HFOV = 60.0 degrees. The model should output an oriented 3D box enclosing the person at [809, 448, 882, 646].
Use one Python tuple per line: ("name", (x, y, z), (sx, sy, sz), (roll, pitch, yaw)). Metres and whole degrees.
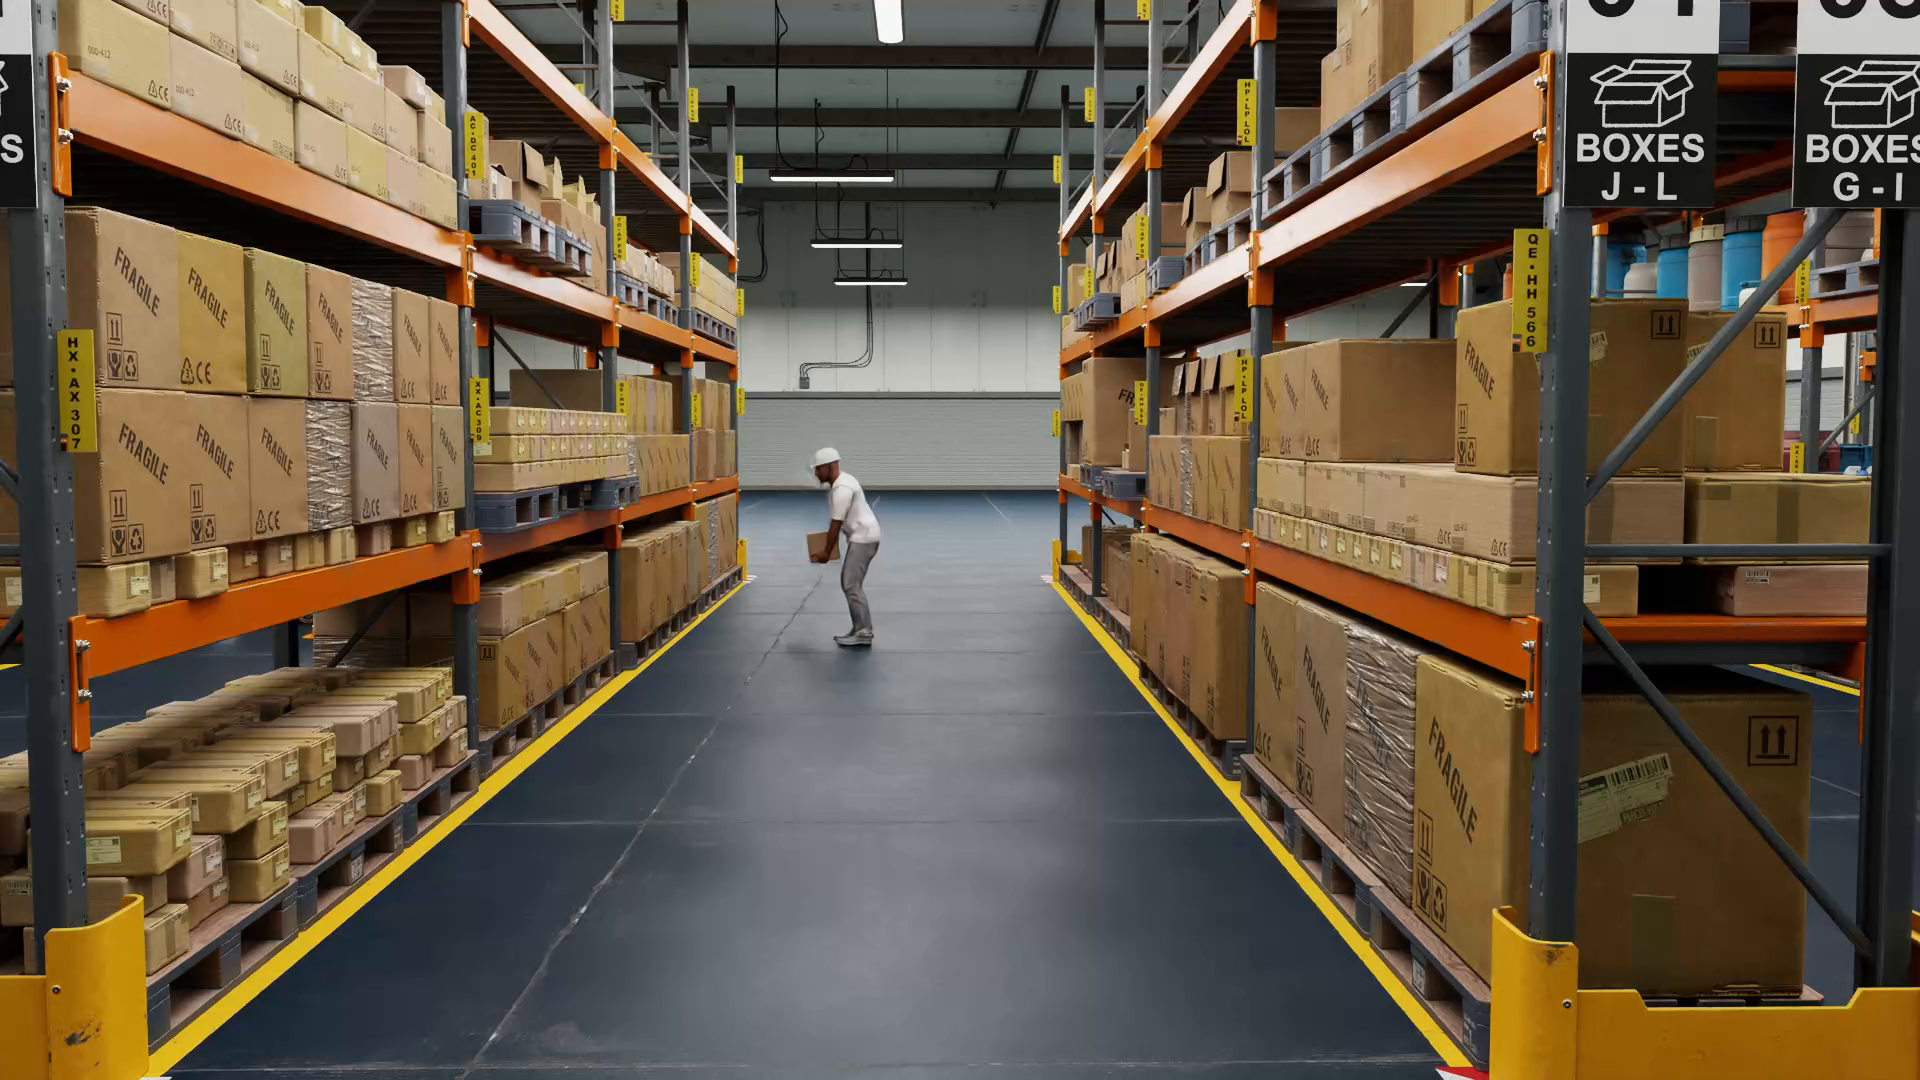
("person", (-0.989, 0.051, 14.323), (0.632, 1.693, 0.488), (0, 4, -2))
